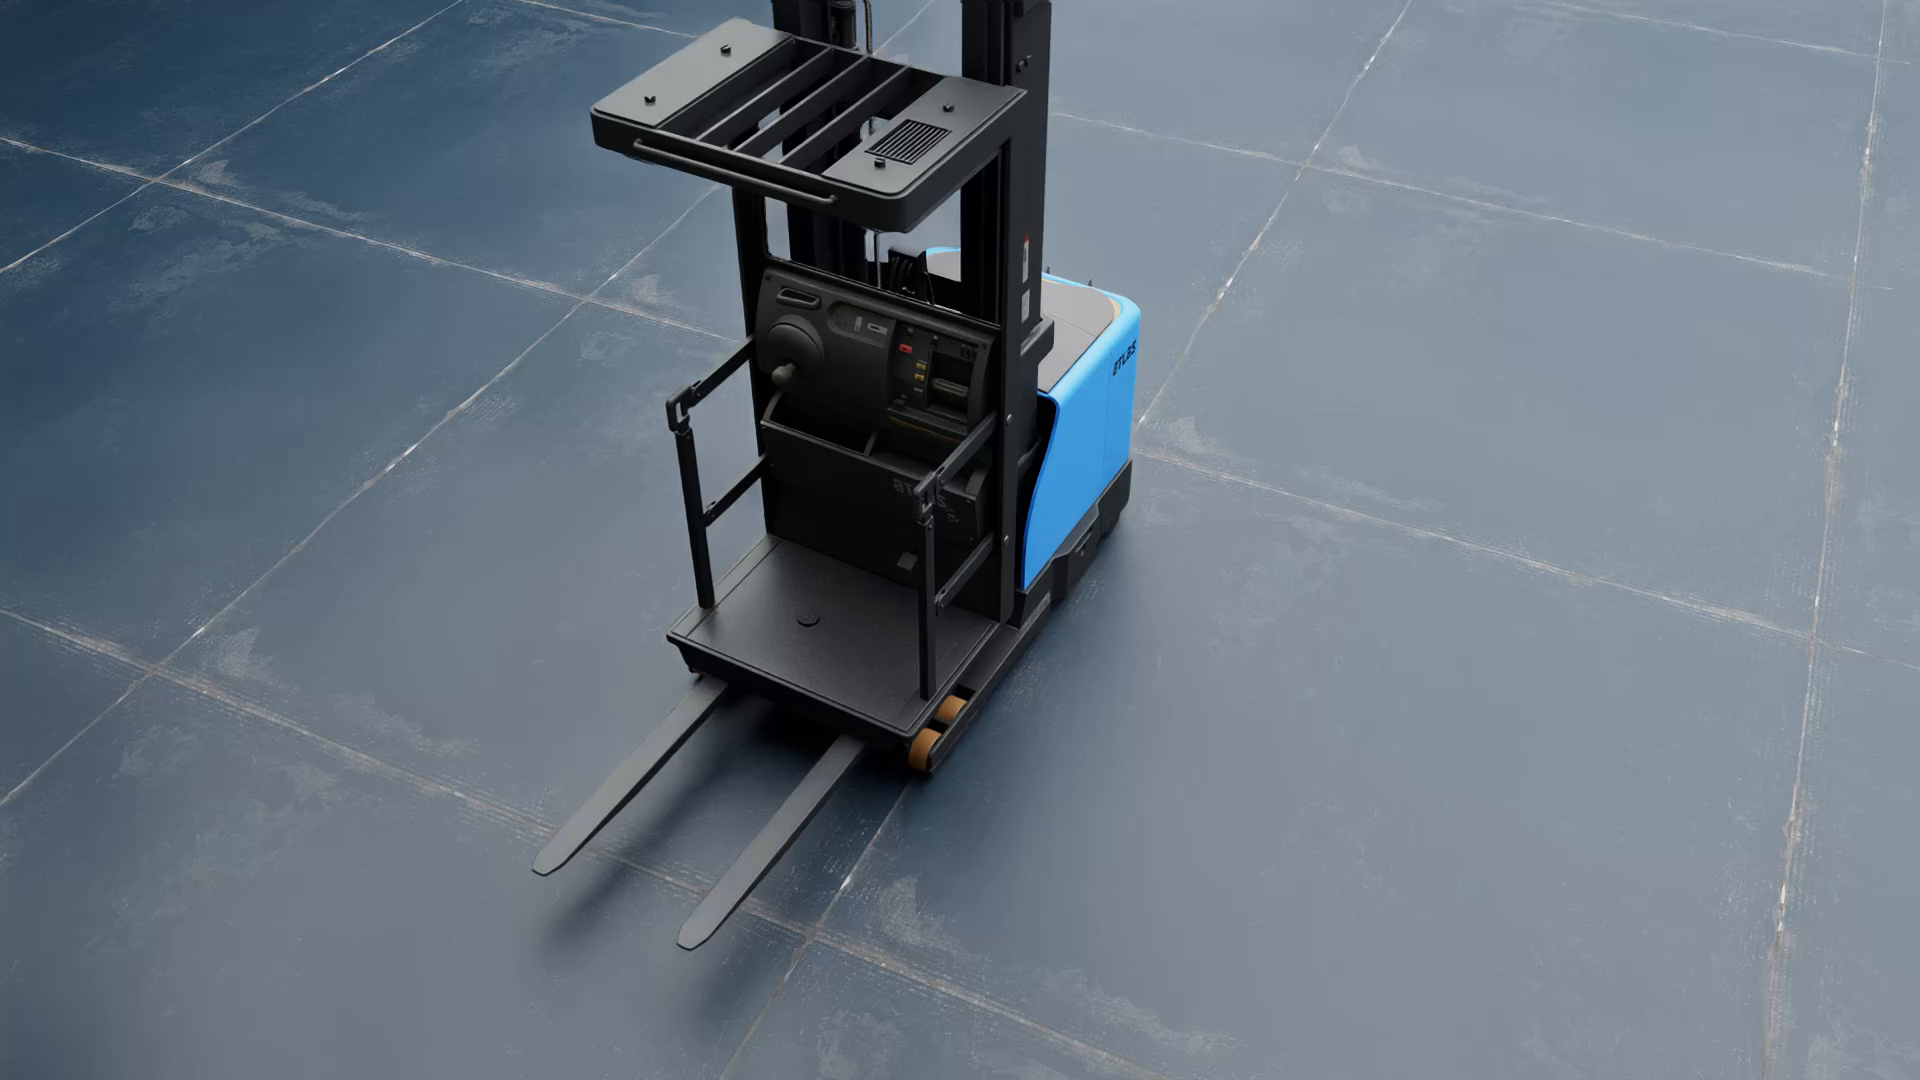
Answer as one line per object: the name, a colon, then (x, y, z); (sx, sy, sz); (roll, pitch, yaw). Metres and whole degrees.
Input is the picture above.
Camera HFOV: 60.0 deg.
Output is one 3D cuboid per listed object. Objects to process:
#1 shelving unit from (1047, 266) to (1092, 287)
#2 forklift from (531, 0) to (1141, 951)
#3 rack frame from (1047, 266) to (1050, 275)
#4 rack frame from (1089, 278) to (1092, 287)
shelving unit: (0.420, -0.755, 7.434); (0.210, 0.900, 0.258); (20, 45, 22)
forklift: (-0.416, -0.580, 5.682); (1.130, 2.935, 3.031); (20, 45, 22)
rack frame: (0.331, -0.788, 7.472); (0.006, 0.900, 0.240); (20, 45, 22)
rack frame: (0.508, -0.723, 7.396); (0.006, 0.900, 0.240); (20, 45, 22)
